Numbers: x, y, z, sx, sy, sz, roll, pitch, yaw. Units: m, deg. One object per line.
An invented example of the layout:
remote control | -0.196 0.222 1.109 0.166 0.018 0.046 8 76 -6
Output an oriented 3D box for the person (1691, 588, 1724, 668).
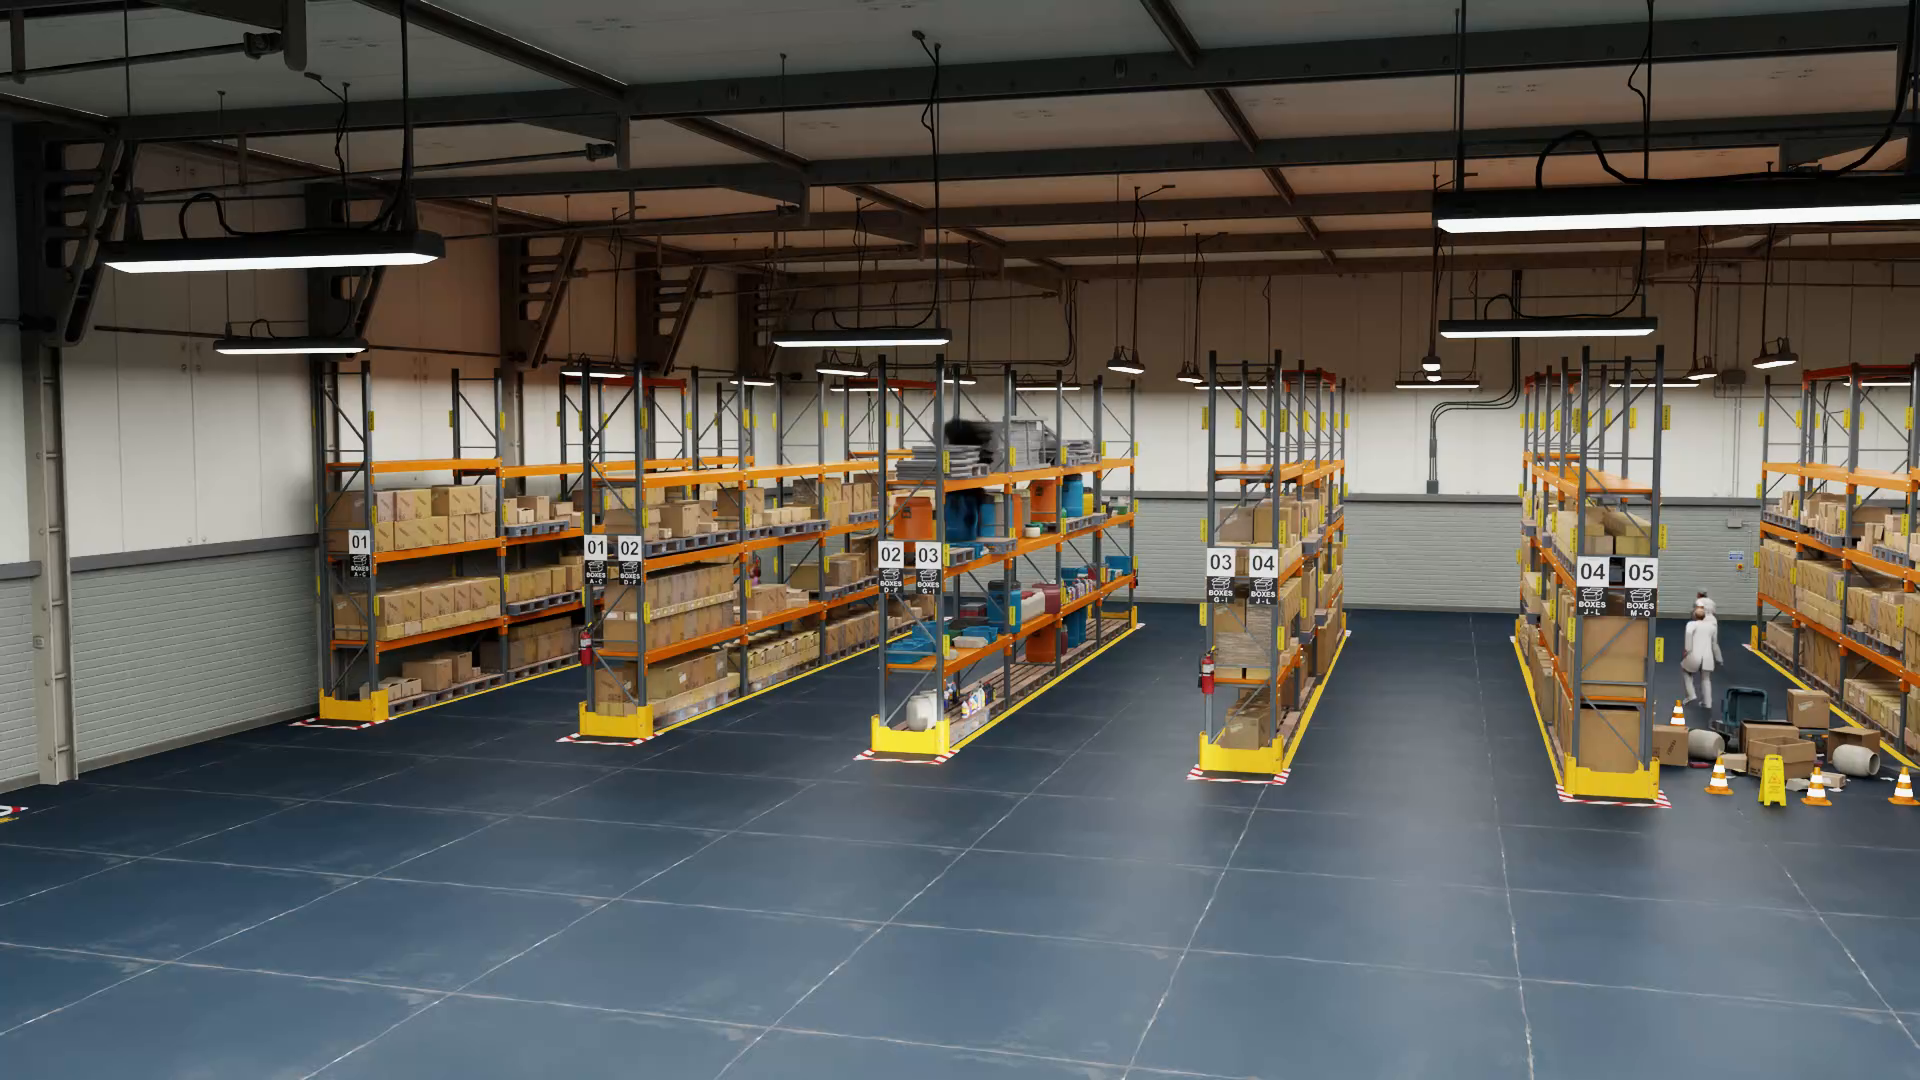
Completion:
person | 15.084 1.798 33.632 0.601 1.641 0.947 -1 4 -9

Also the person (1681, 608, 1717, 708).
person | 12.910 2.068 28.996 0.625 1.725 1.012 1 4 9

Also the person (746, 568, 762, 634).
person | -4.888 1.469 39.442 0.518 1.463 0.654 1 4 8
